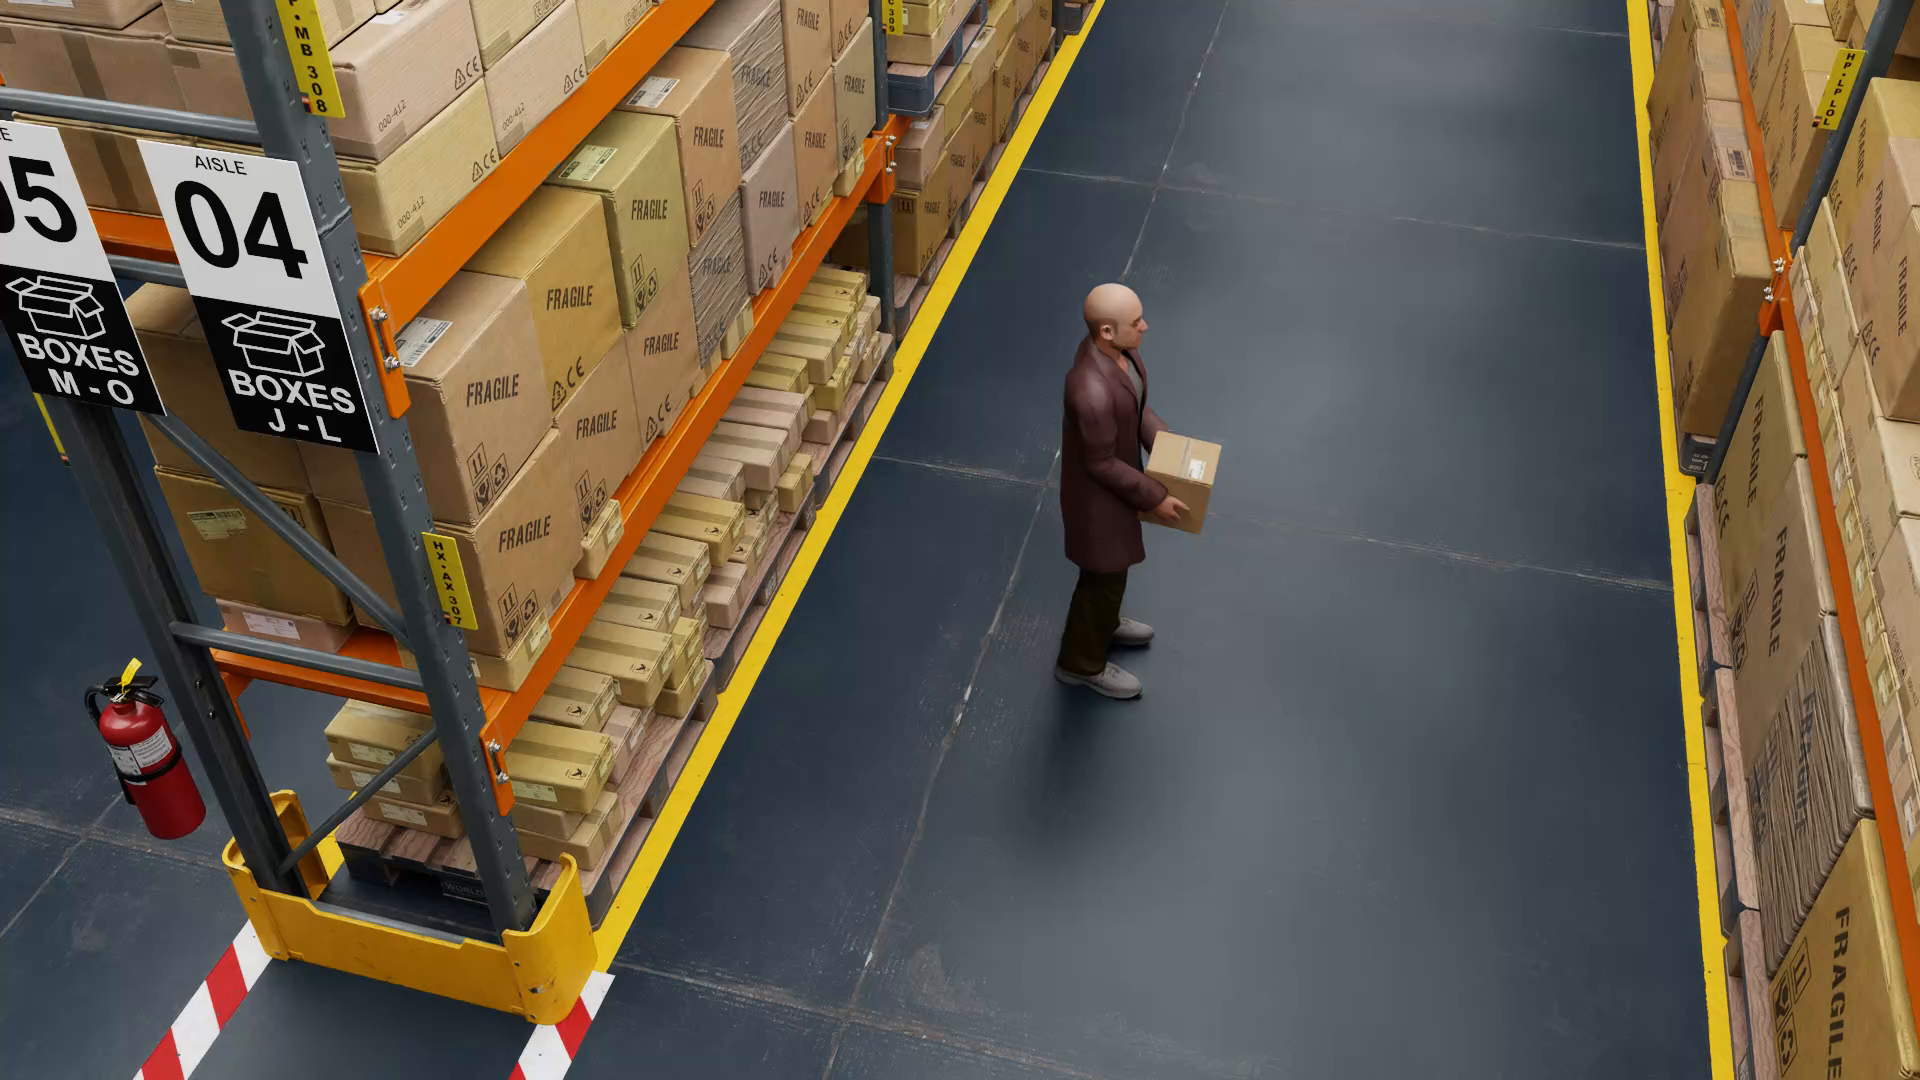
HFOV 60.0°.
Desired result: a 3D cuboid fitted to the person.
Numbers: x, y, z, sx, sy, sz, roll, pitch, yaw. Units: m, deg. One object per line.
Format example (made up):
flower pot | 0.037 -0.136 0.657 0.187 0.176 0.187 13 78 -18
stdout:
person | 0.641 -0.184 6.378 0.508 1.782 0.563 10 41 11
